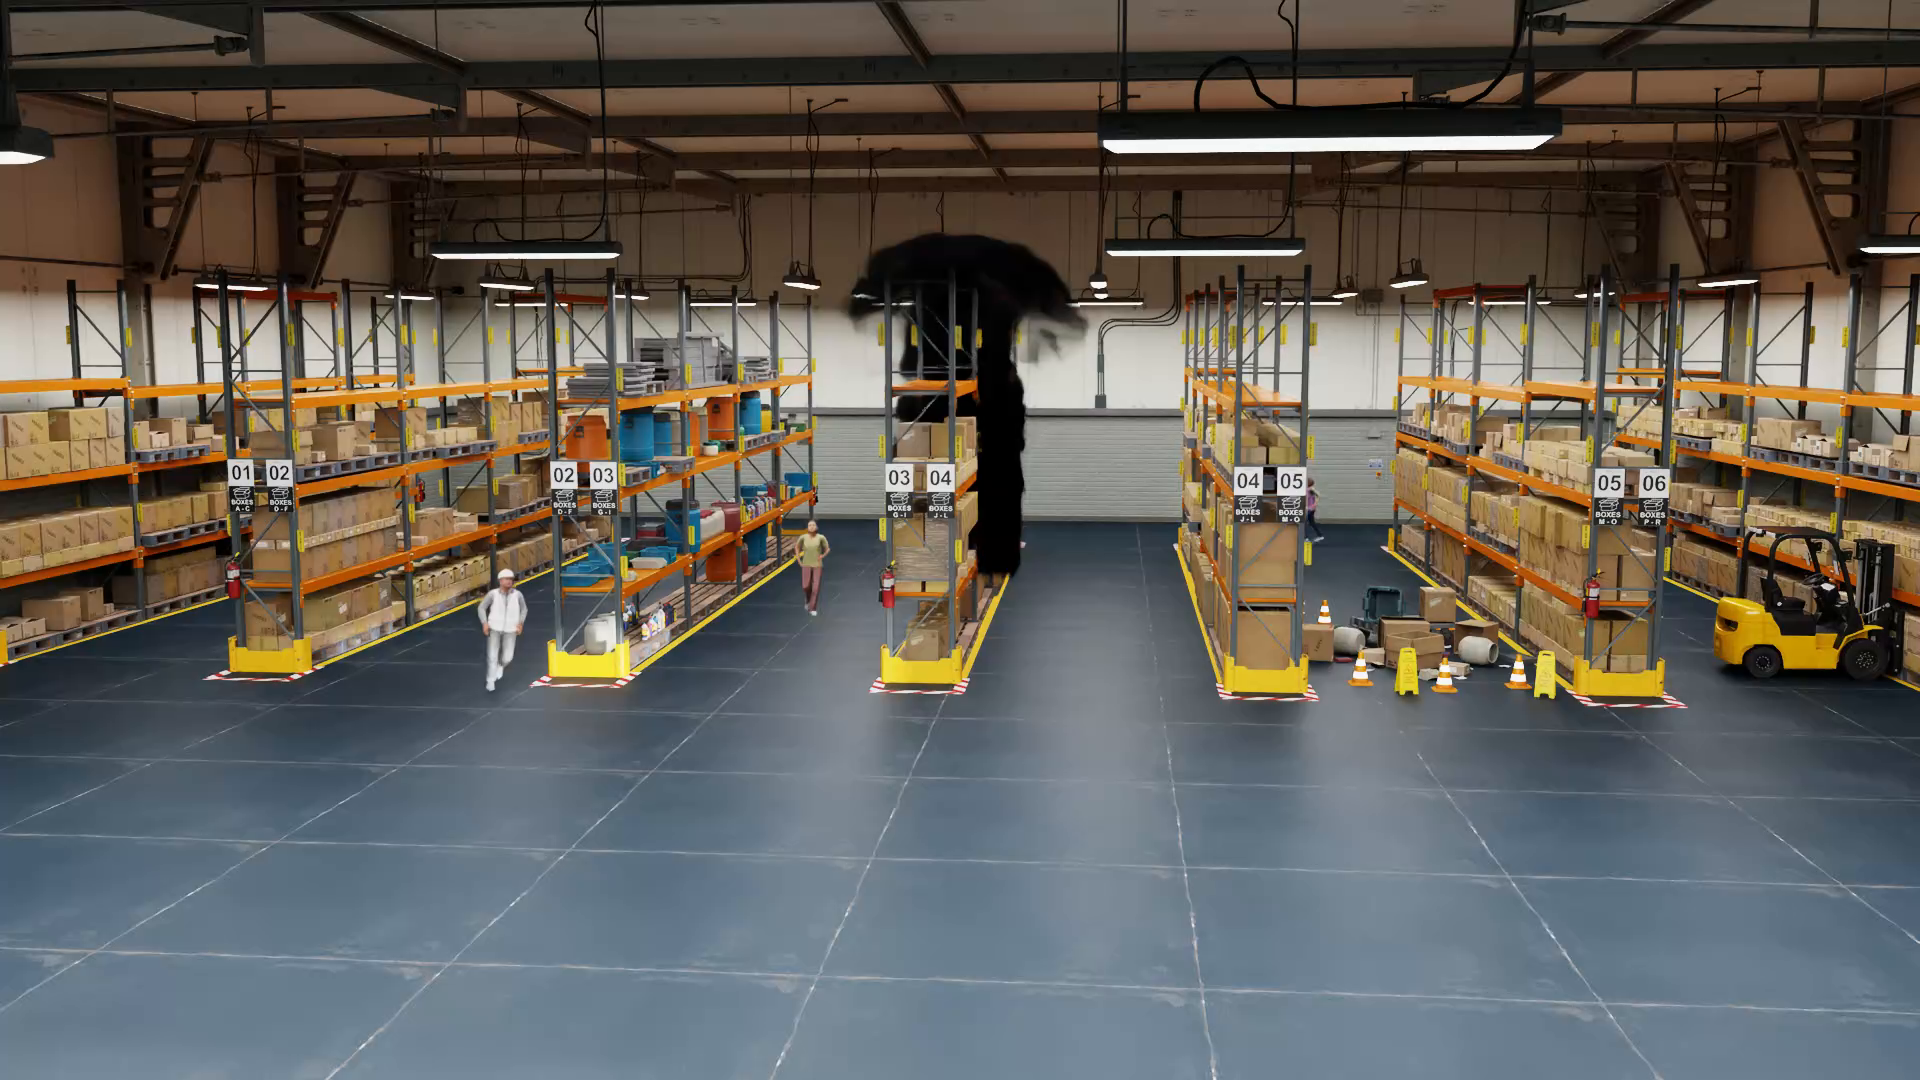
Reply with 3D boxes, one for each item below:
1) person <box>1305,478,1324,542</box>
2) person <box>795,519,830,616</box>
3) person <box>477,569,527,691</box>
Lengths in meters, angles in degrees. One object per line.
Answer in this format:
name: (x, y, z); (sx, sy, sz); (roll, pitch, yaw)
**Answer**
person: (8.498, -0.675, 40.357); (0.726, 1.627, 0.550); (0, 7, 2)
person: (-2.514, 0.475, 28.296); (0.608, 1.648, 0.459); (0, 7, -2)
person: (-6.555, 1.274, 23.879); (0.704, 1.724, 0.543); (-3, 7, -21)
